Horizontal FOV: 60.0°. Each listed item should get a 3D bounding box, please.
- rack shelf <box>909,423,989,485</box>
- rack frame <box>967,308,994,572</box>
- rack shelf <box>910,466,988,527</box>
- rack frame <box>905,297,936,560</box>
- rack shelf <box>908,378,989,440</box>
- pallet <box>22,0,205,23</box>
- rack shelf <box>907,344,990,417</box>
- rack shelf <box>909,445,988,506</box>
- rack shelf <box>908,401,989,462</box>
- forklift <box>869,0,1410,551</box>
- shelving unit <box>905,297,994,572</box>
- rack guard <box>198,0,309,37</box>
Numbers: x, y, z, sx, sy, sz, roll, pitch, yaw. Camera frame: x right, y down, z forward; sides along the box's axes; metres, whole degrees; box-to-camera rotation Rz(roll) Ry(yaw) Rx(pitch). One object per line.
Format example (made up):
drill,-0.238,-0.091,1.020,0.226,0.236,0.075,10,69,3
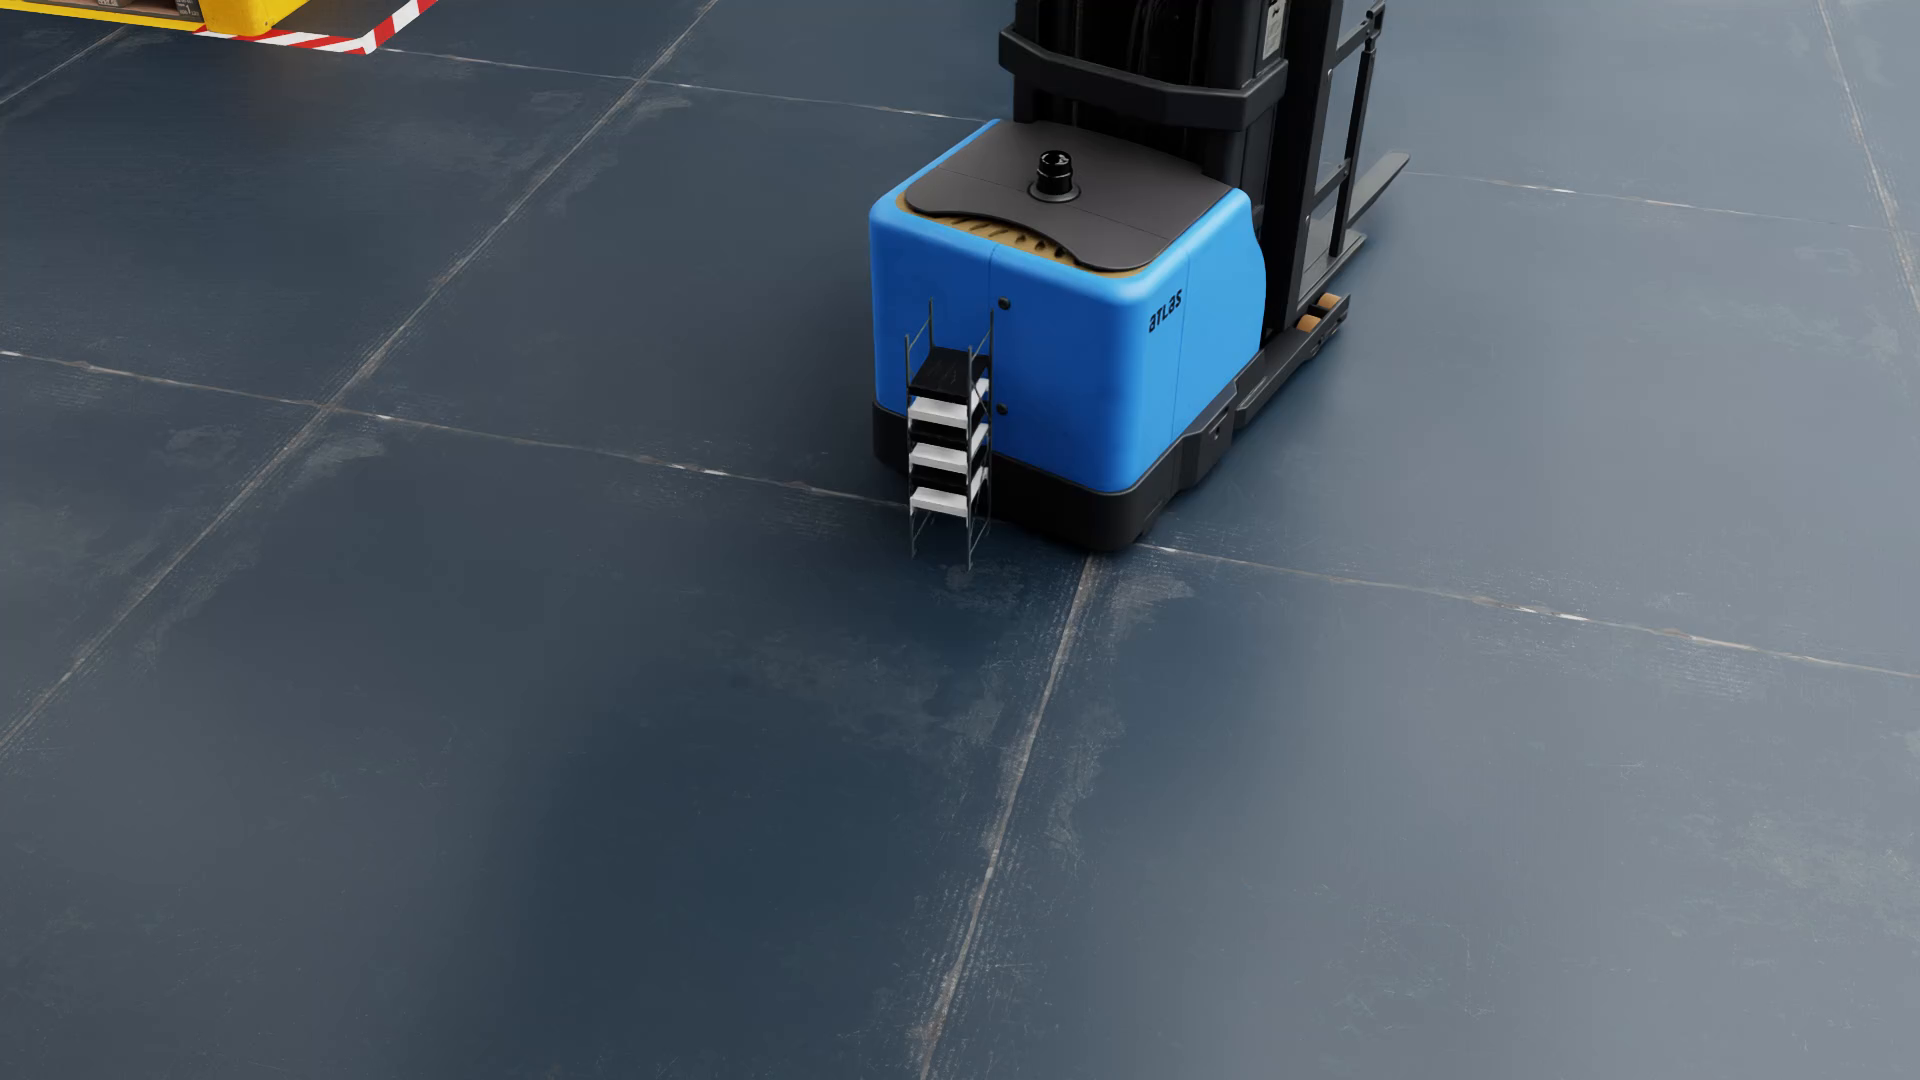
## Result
rack shelf,-0.031,-0.304,5.464,0.200,0.077,0.258,12,42,14
rack frame,0.065,-0.308,5.417,0.006,0.900,0.240,12,42,14
rack shelf,-0.031,-0.166,5.580,0.200,0.077,0.258,12,42,14
rack frame,-0.127,-0.350,5.468,0.006,0.900,0.240,12,42,14
rack shelf,-0.031,-0.442,5.348,0.200,0.077,0.258,12,42,14
pallet,-4.589,-3.321,9.541,1.213,0.211,1.003,10,41,11
rack shelf,-0.031,-0.511,5.290,0.200,0.077,0.258,12,42,14
rack shelf,-0.031,-0.235,5.522,0.200,0.077,0.258,12,42,14
rack shelf,-0.031,-0.373,5.406,0.200,0.077,0.258,12,42,14
forklift,0.917,-2.003,5.855,1.130,2.935,3.031,23,45,25
shelving unit,-0.031,-0.329,5.442,0.210,0.900,0.258,12,42,14
rack guard,-3.806,-3.294,9.283,0.348,0.500,1.175,10,41,11
